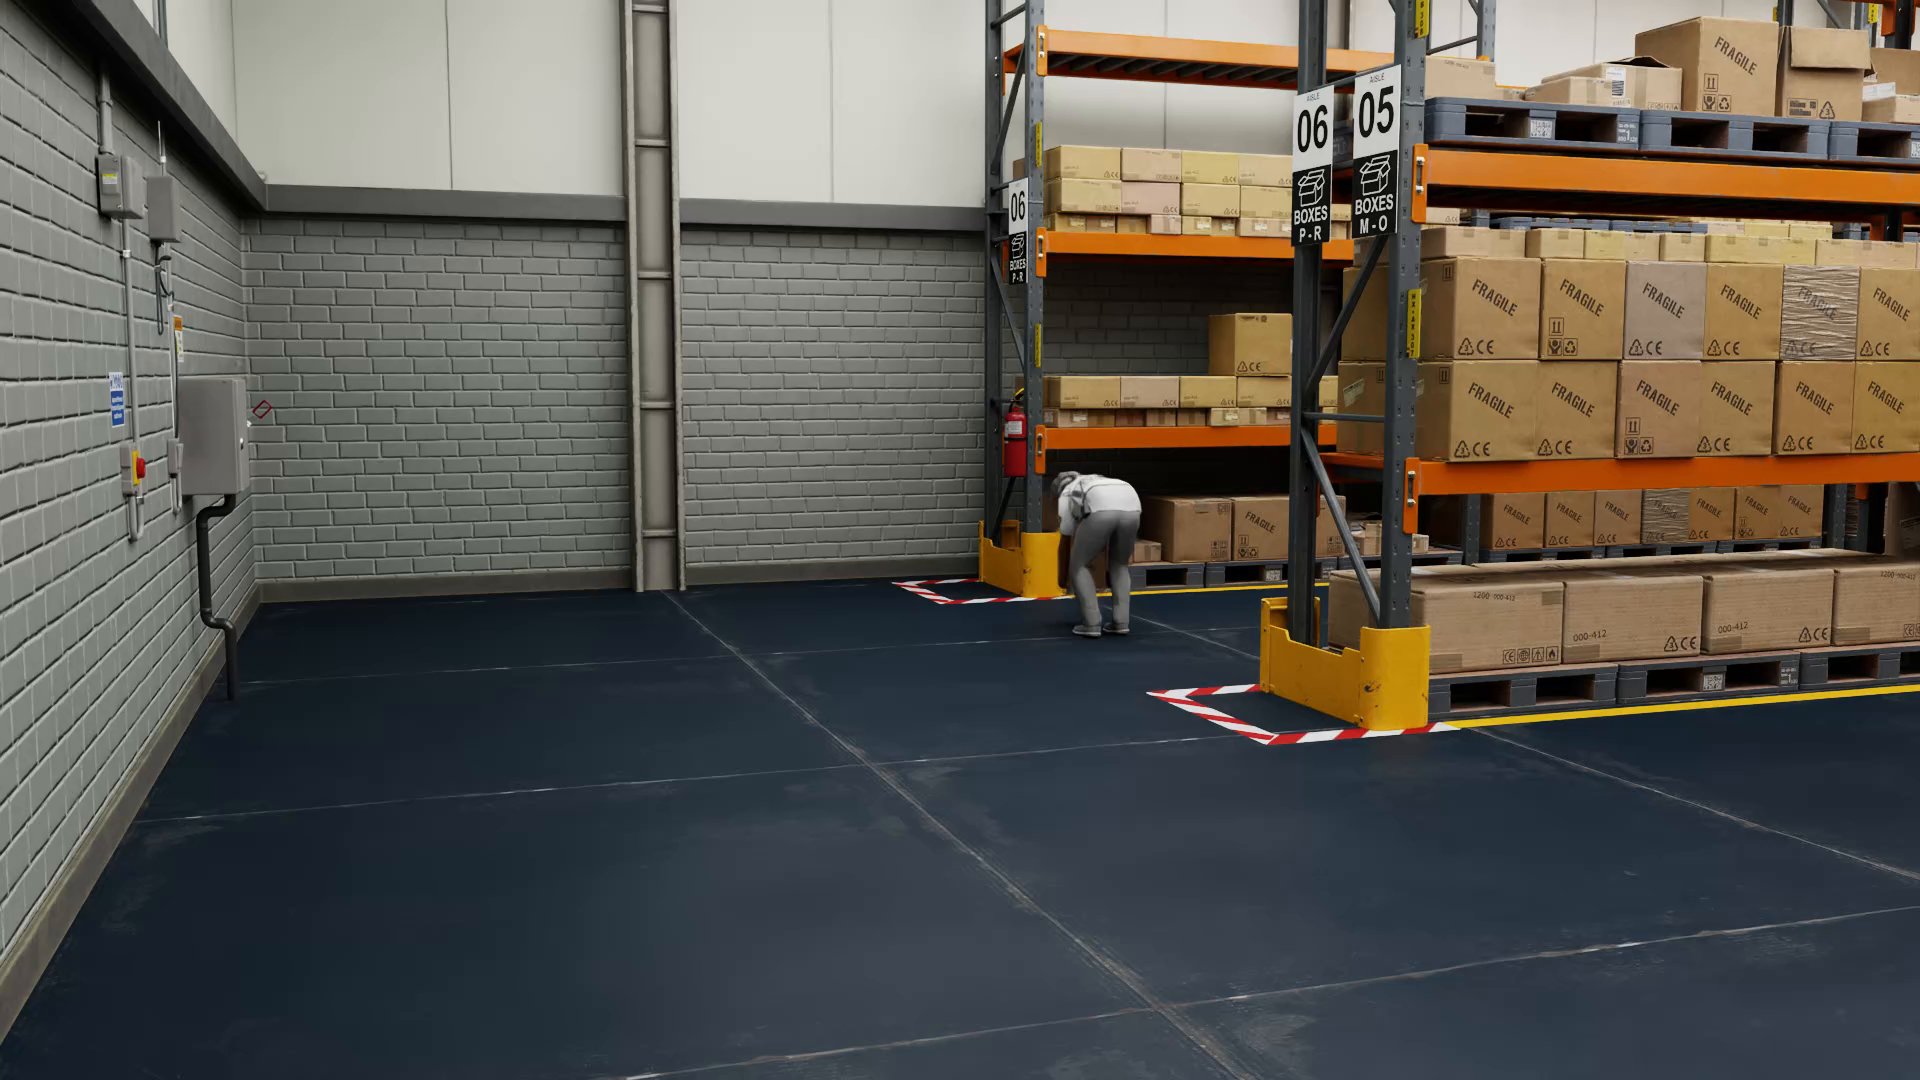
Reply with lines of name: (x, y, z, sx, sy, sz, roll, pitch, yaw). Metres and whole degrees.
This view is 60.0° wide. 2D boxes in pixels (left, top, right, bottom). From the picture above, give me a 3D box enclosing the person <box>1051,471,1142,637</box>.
person: (0.879, 0.086, 11.194, 0.422, 1.062, 0.942, -2, 6, -21)
